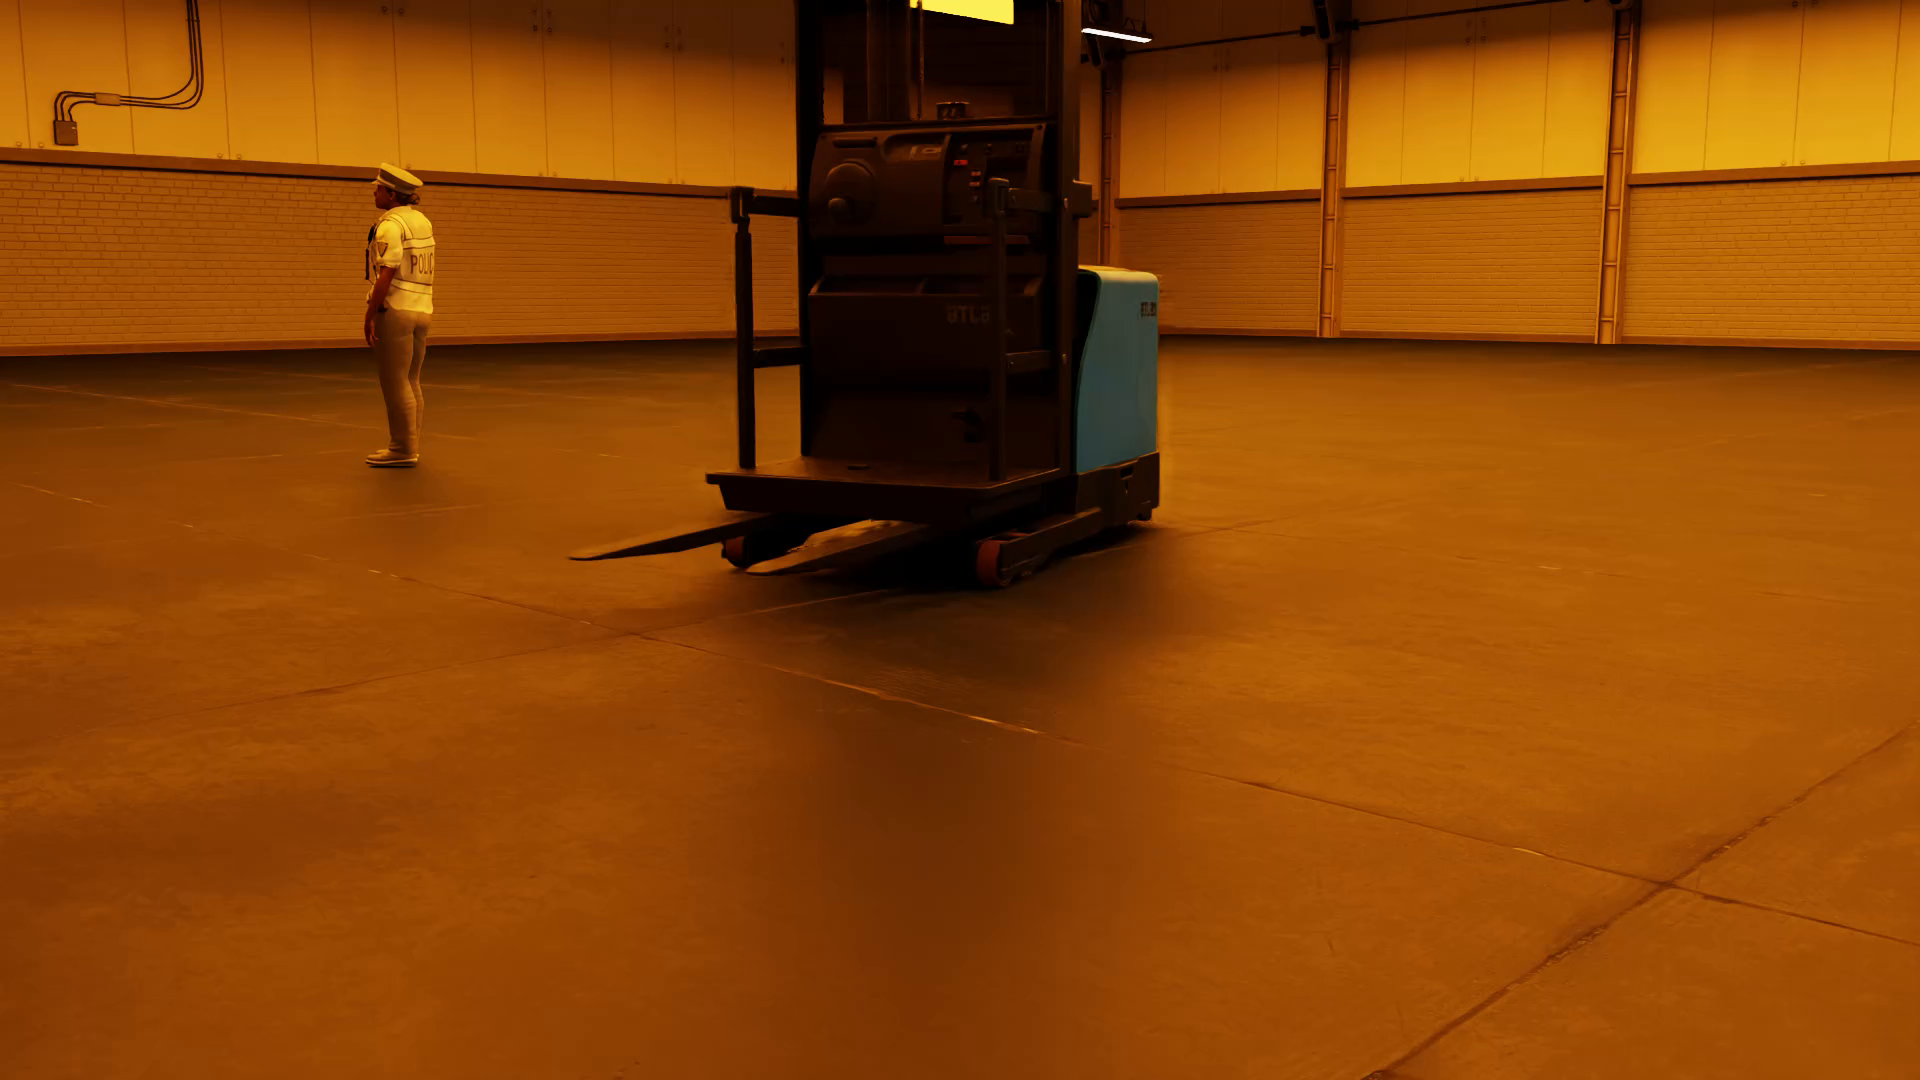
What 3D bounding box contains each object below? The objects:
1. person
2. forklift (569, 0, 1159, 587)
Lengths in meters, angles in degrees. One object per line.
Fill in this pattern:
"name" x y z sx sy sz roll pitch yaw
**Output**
"person" -3.235 -1.273 9.433 0.530 1.694 0.569 2 9 11
"forklift" -0.214 -1.361 5.913 1.130 2.935 3.031 4 9 24
